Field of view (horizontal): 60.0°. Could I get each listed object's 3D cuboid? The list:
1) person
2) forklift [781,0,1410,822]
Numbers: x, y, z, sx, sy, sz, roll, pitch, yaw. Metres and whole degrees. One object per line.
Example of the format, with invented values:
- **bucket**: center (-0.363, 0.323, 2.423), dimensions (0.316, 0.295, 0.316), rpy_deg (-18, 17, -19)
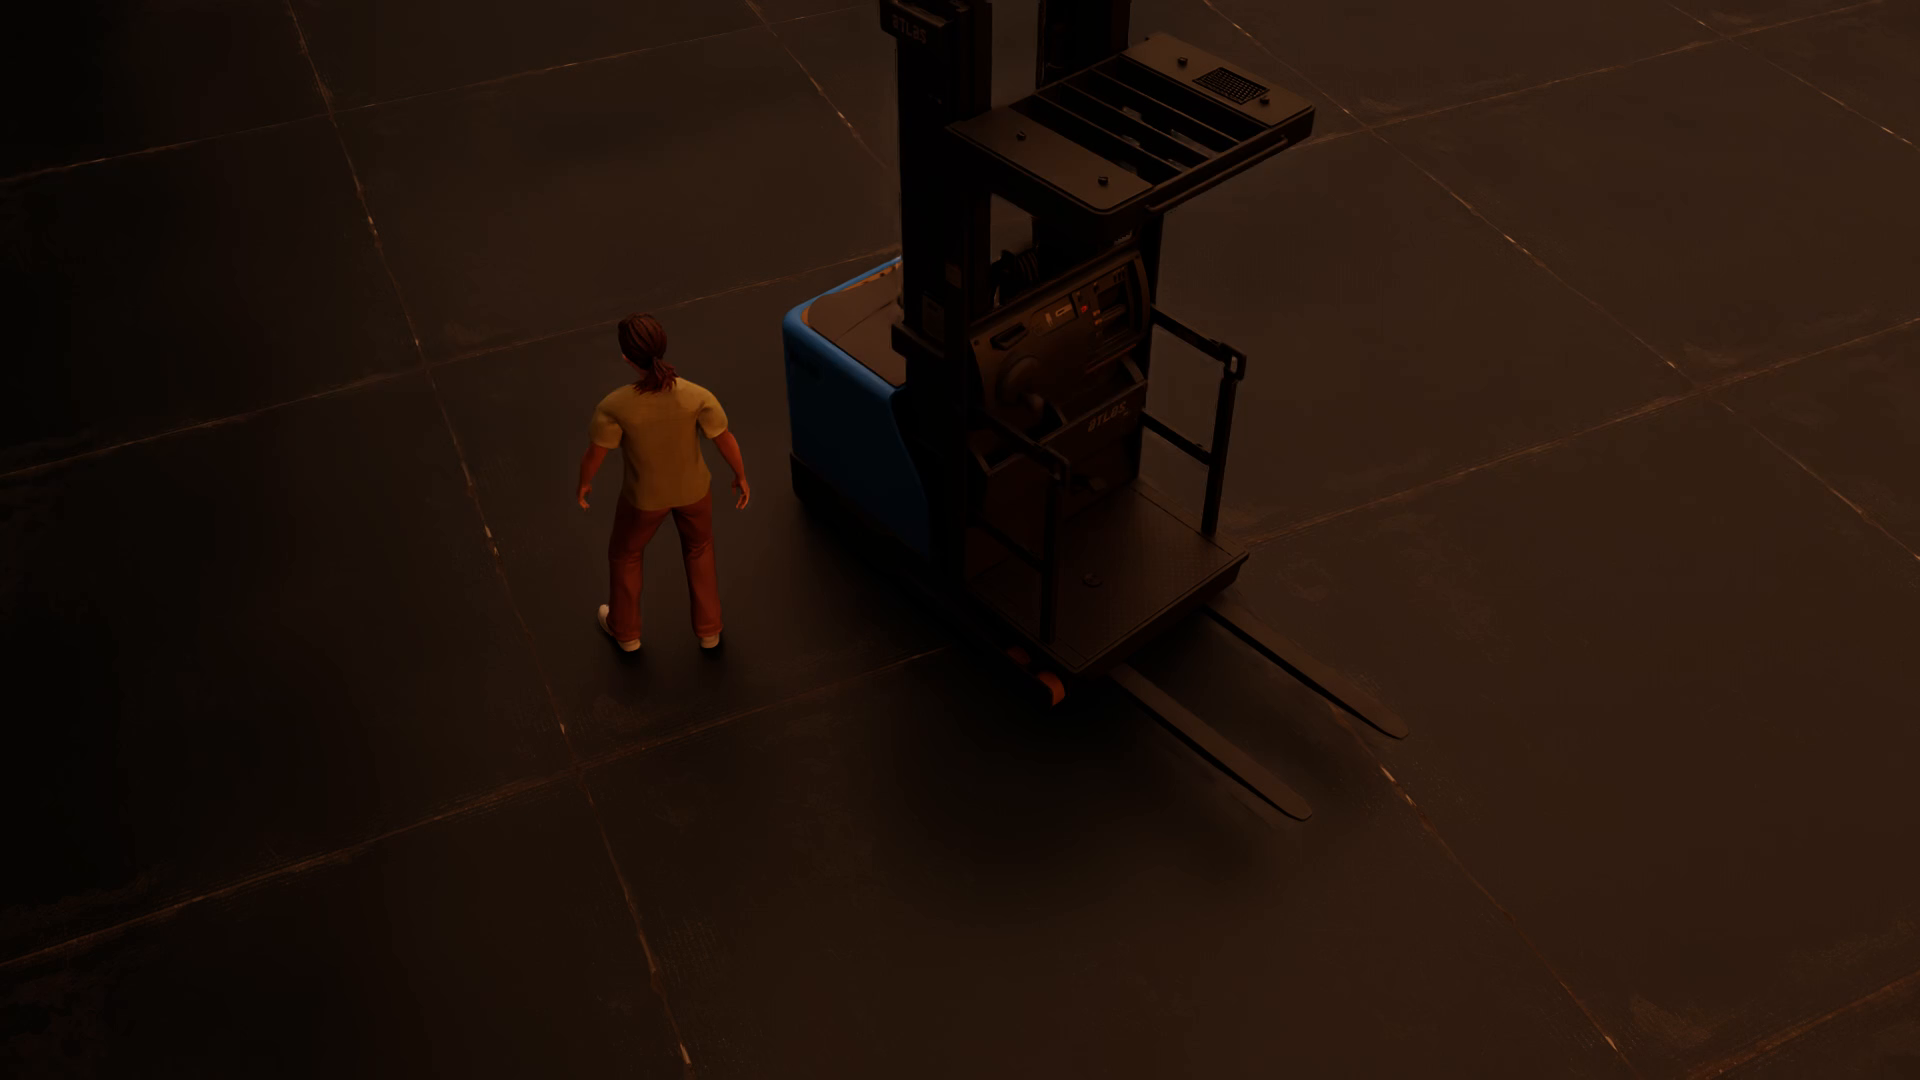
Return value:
- **person**: center (-1.236, -0.222, 6.859), dimensions (0.712, 1.650, 0.381), rpy_deg (-12, 44, -12)
- **forklift**: center (0.550, -0.755, 6.489), dimensions (1.130, 2.935, 3.031), rpy_deg (-31, 51, -29)
